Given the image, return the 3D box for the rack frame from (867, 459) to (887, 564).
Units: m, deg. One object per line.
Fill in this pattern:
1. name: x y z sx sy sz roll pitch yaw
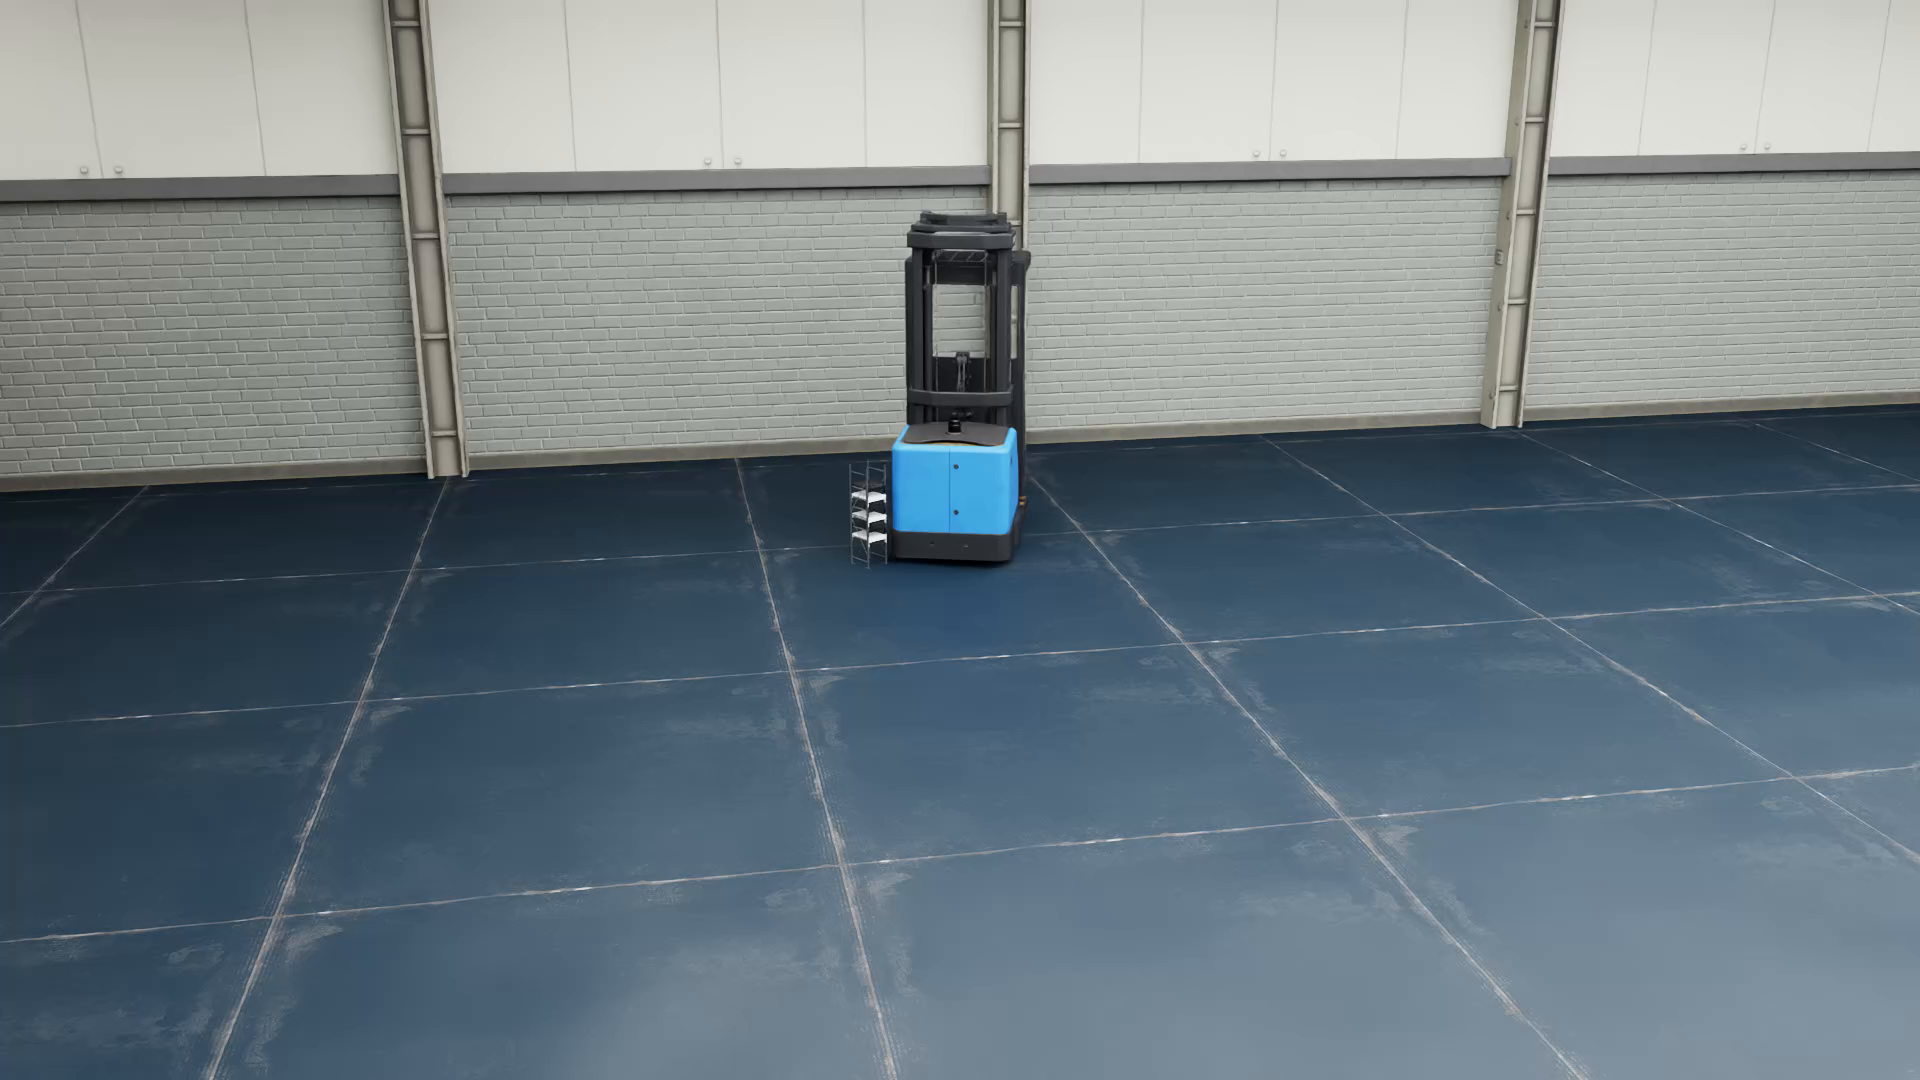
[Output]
1. rack frame: -0.724 -0.244 14.512 0.006 0.900 0.240 -15 23 -41

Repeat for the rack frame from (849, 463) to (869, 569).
1. rack frame: -0.872 -0.203 14.379 0.006 0.900 0.240 -15 23 -41

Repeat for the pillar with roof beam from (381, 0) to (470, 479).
1. pillar with roof beam: -4.564 -3.756 12.153 0.400 9.000 9.100 -3 17 -10

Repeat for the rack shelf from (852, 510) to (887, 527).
1. rack shelf: -0.798 -0.192 14.455 0.200 0.077 0.258 -15 23 -41

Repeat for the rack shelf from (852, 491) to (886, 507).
1. rack shelf: -0.798 -0.364 14.402 0.200 0.077 0.258 -15 23 -41

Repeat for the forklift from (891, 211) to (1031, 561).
1. forklift: 0.075 -1.604 15.481 1.130 2.935 3.031 2 17 6

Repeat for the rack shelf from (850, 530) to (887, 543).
1. rack shelf: -0.798 -0.020 14.508 0.200 0.077 0.258 -15 23 -41

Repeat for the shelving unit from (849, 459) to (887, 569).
1. shelving unit: -0.798 -0.224 14.445 0.210 0.900 0.258 -15 23 -41

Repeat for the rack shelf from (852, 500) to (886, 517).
1. rack shelf: -0.798 -0.278 14.429 0.200 0.077 0.258 -15 23 -41

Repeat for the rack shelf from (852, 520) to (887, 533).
1. rack shelf: -0.798 -0.106 14.482 0.200 0.077 0.258 -15 23 -41

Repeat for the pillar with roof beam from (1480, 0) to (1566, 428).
1. pillar with roof beam: 7.218 -4.425 14.329 0.400 9.000 9.100 -3 17 -10

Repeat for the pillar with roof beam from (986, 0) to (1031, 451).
1. pillar with roof beam: 1.327 -4.090 13.241 0.400 9.000 9.100 -3 17 -10

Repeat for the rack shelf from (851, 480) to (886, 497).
1. rack shelf: -0.798 -0.450 14.376 0.200 0.077 0.258 -15 23 -41
